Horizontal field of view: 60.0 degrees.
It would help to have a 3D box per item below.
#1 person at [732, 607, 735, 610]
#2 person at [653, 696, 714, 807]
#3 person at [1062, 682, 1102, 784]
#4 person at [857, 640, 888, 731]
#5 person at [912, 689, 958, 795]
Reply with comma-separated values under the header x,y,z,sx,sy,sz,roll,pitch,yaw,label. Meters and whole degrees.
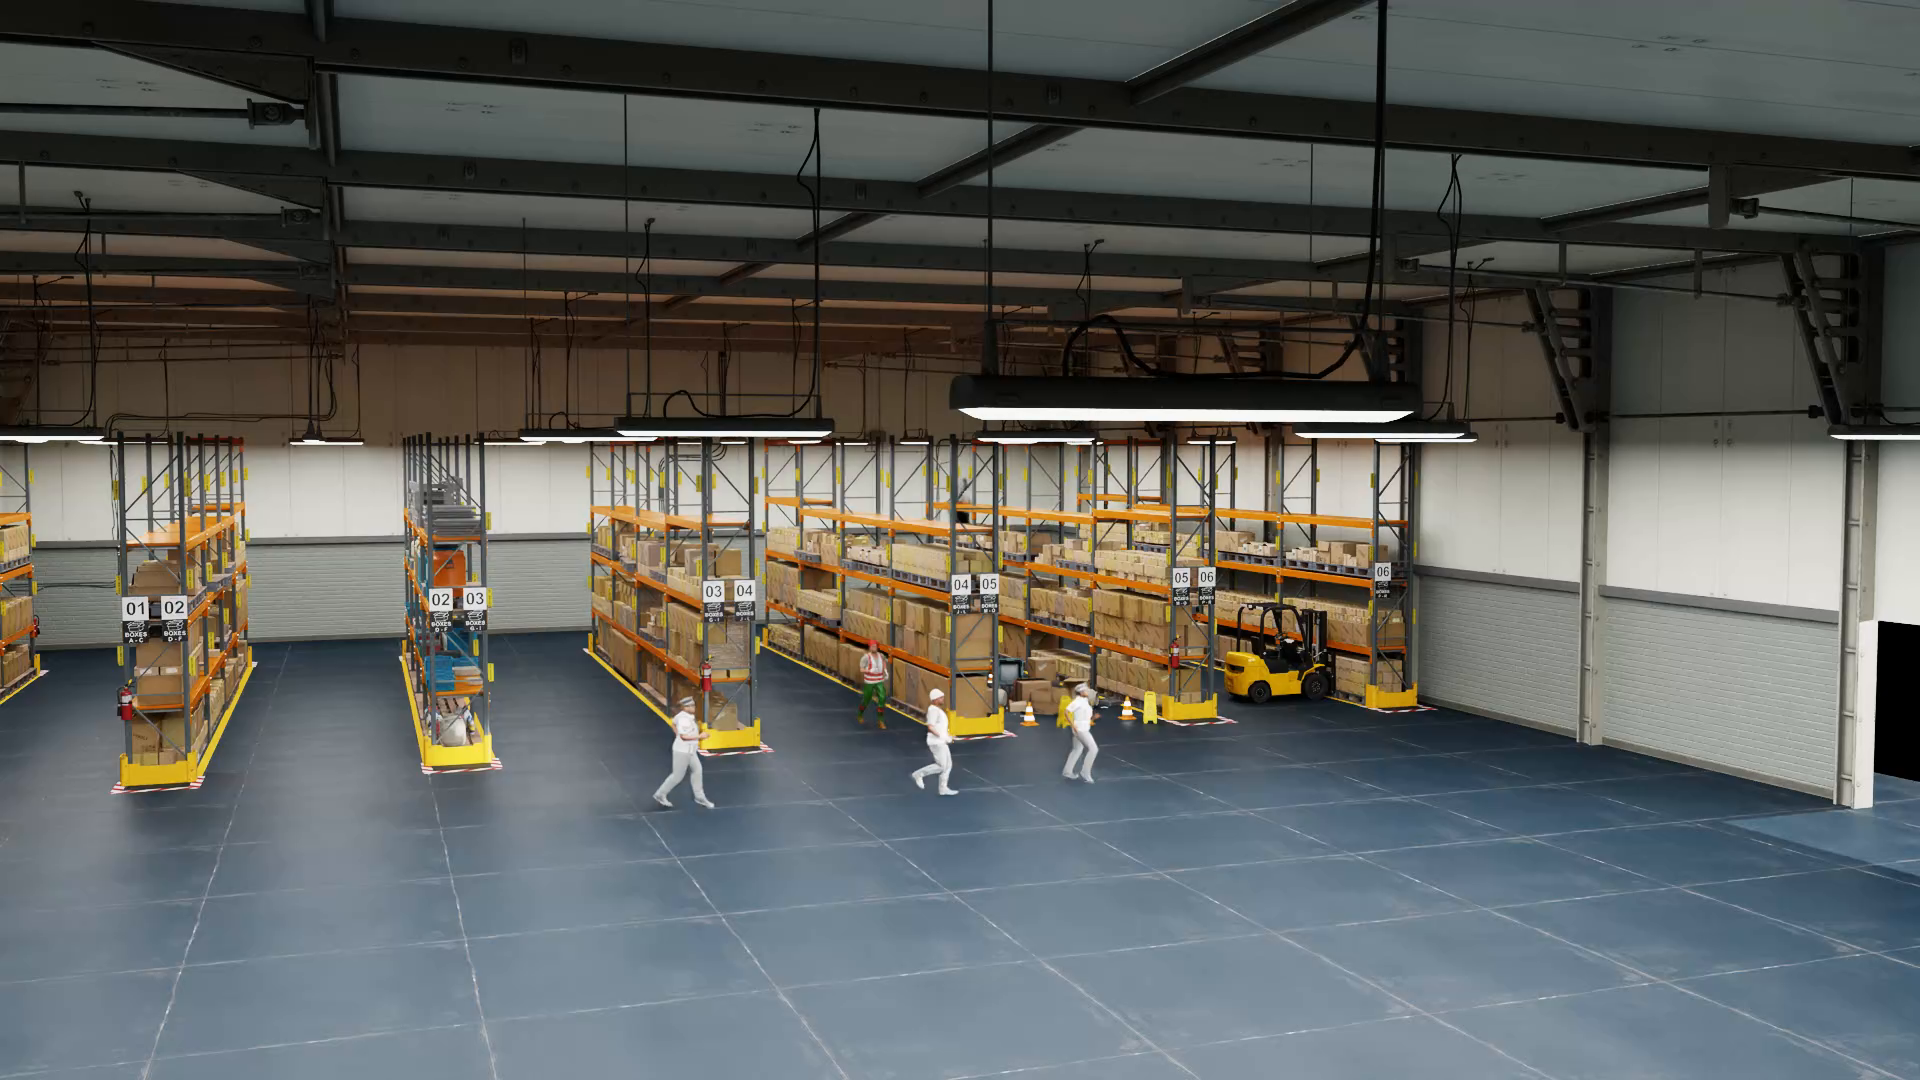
x,y,z,sx,sy,sz,roll,pitch,yaw,label
-6.826,2.243,47.669,0.689,1.626,0.941,1,3,16,person
-4.386,3.367,26.362,0.937,1.798,0.621,0,3,1,person
2.089,3.300,28.504,0.689,1.738,0.555,1,3,11,person
-1.782,2.939,34.039,0.673,1.827,0.930,-2,4,-26,person
-0.413,3.328,27.386,0.760,1.750,0.674,0,3,4,person
